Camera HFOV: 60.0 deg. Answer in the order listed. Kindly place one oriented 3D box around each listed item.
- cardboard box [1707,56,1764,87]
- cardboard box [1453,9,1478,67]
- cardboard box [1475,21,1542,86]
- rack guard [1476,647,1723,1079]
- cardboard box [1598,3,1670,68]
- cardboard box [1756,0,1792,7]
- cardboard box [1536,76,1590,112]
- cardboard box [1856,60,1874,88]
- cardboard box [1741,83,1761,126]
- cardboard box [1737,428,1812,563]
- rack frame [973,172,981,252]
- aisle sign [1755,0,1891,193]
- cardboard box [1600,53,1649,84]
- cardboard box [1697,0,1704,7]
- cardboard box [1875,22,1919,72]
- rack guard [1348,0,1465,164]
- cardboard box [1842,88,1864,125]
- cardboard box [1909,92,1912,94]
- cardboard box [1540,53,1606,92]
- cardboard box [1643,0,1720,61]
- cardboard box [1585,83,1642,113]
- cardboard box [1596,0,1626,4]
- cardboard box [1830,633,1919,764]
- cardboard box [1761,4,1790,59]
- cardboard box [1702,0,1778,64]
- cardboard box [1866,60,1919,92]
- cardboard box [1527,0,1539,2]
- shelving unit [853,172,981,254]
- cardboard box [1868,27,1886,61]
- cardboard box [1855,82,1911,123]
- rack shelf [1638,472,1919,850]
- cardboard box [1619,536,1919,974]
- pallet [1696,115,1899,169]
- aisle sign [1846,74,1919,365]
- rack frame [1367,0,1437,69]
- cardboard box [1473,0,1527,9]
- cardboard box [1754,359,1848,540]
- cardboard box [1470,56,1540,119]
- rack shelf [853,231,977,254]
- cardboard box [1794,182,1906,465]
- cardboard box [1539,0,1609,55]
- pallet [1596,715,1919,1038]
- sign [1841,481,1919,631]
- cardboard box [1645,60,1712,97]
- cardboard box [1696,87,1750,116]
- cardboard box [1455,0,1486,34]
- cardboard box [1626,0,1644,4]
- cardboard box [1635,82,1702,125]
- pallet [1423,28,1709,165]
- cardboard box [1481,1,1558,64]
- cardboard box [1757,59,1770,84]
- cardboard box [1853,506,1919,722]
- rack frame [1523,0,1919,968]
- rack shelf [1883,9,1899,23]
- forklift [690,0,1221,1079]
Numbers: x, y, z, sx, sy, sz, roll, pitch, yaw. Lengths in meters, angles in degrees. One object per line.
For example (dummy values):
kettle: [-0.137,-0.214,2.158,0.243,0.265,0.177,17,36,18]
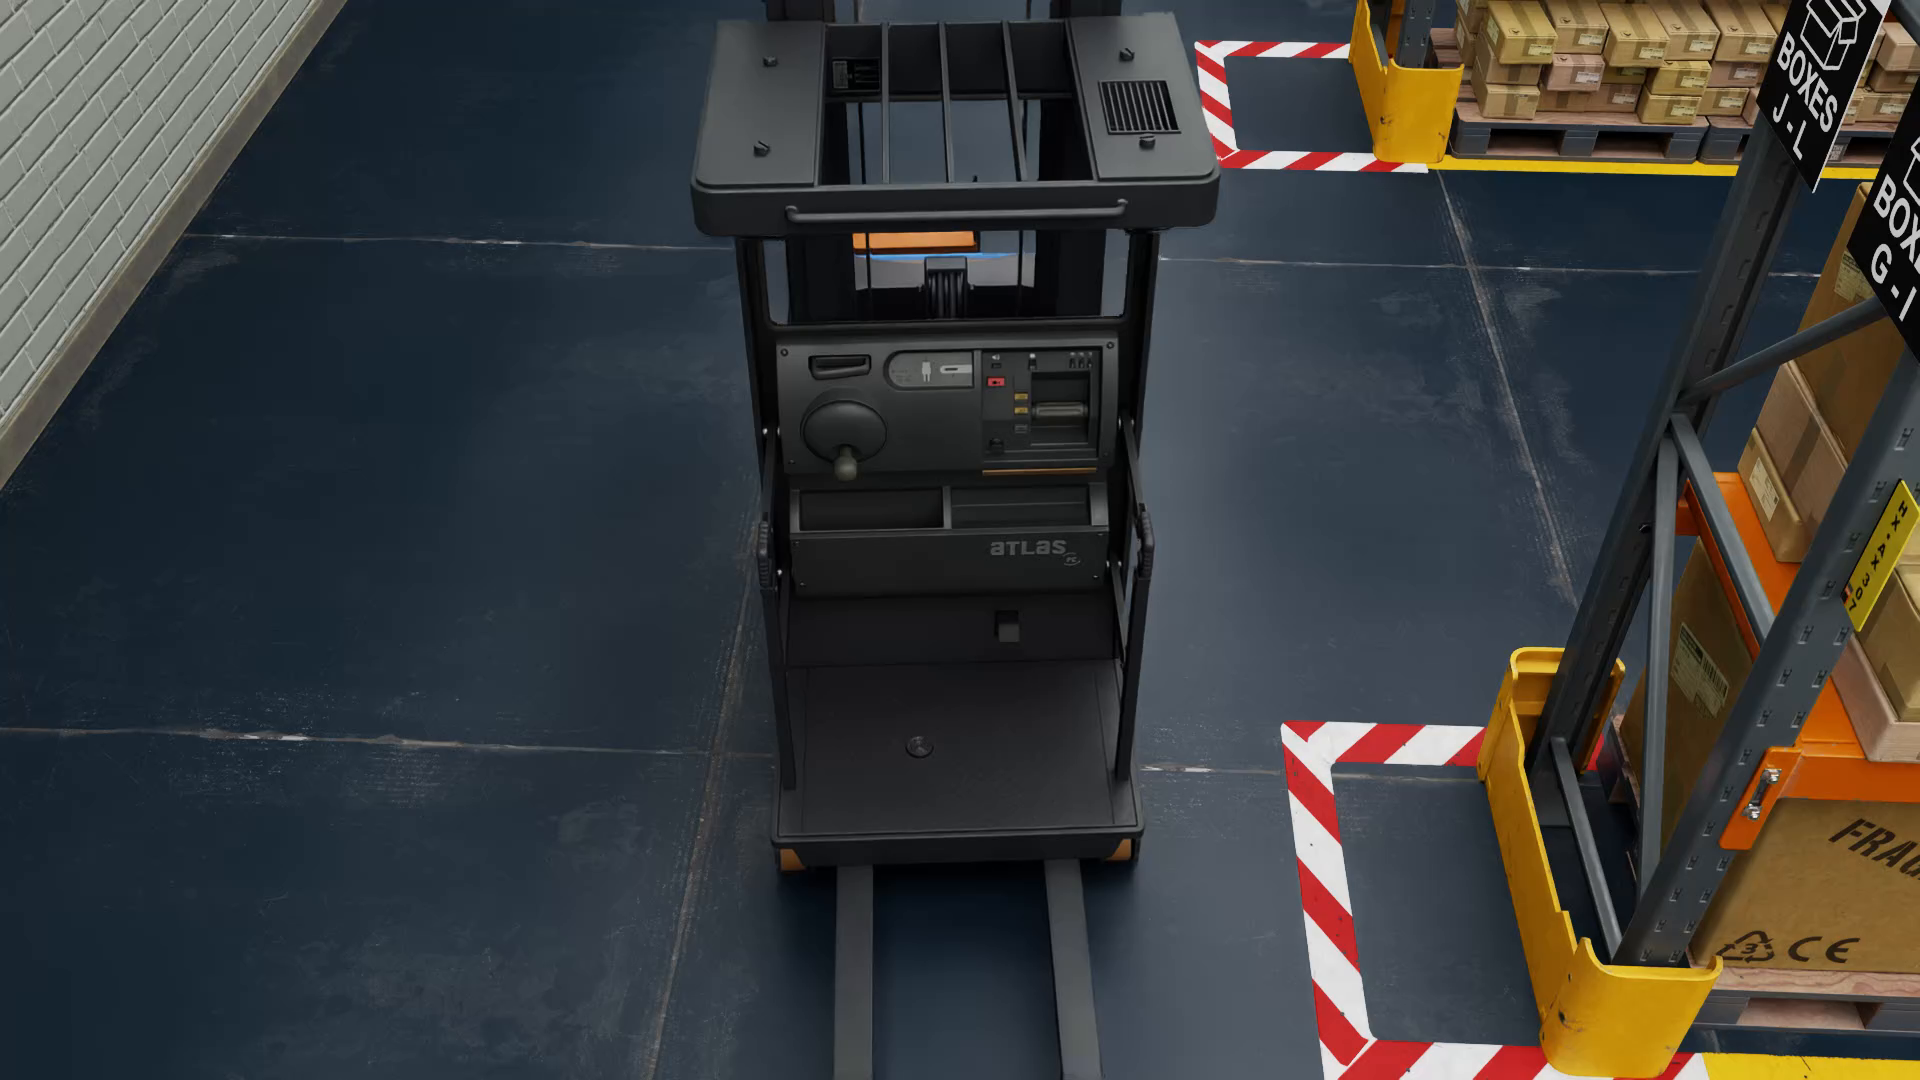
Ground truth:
cardboard box: [3.742,-2.380,8.169,0.250,0.149,0.380,0,43,0]
cardboard box: [2.726,-2.607,8.631,0.250,0.149,0.380,2,43,3]
cardboard box: [2.702,-2.399,8.190,0.250,0.149,0.380,3,43,4]
rack guard: [1.842,0.917,4.898,0.348,0.500,1.175,2,43,2]
cardboard box: [3.225,-2.430,8.005,0.250,0.149,0.380,2,43,2]
cardboard box: [4.028,-2.782,8.383,0.250,0.149,0.380,0,43,0]
cardboard box: [2.964,-2.295,8.296,0.250,0.149,0.380,2,43,2]
cardboard box: [4.285,-2.385,8.174,0.250,0.149,0.380,4,43,4]
cardboard box: [3.967,-2.200,8.194,0.250,0.149,0.380,0,43,0]
cardboard box: [2.237,-0.118,4.360,0.250,0.149,0.380,3,43,3]
rack frame: [0.059,-0.780,6.207,0.015,1.200,0.240,-2,43,-2]
aisle sign: [1.808,-1.154,3.381,0.004,0.787,0.394,2,43,2]
cardboard box: [3.222,-2.405,8.196,0.250,0.149,0.380,2,43,2]
cardboard box: [3.770,-2.866,8.472,0.250,0.149,0.380,3,43,3]
cardboard box: [4.513,-2.400,7.972,0.250,0.149,0.380,0,43,0]
rack guard: [2.266,-2.454,8.517,0.348,0.500,1.175,2,43,2]
cardboard box: [4.245,-2.209,8.204,0.250,0.149,0.380,2,43,2]
cardboard box: [4.745,-2.170,8.162,0.250,0.149,0.380,2,43,2]
cardboard box: [2.973,-2.352,8.140,0.250,0.149,0.380,2,43,2]
cardboard box: [3.477,-2.479,8.057,0.250,0.149,0.380,0,43,0]
cardboard box: [3.213,-2.292,8.293,0.250,0.149,0.380,2,43,2]
cardboard box: [3.243,-2.887,8.495,0.250,0.149,0.380,1,43,1]
cardboard box: [2.206,0.331,3.878,0.250,0.149,0.380,2,43,2]
cardboard box: [4.014,-2.425,7.999,0.250,0.149,0.380,2,43,3]
cardboard box: [3.753,-2.464,8.041,0.250,0.149,0.380,3,43,4]
cardboard box: [4.550,-2.348,8.135,0.250,0.149,0.380,0,43,0]
cardboard box: [2.979,-2.808,8.411,0.250,0.149,0.380,3,43,3]
shelving unit: [-0.185,-0.773,6.199,0.503,1.200,0.258,-2,43,-2]
cardboard box: [4.269,-2.482,8.061,0.250,0.149,0.380,2,43,2]
cardboard box: [4.488,-2.224,8.220,0.250,0.149,0.380,3,43,3]
rack shelf: [3.864,0.328,4.225,4.000,0.370,1.077,2,43,2]
cardboard box: [2.509,0.593,4.664,0.875,0.875,0.875,2,43,2]
pallet: [4.292,-2.260,8.521,1.213,0.211,1.003,2,43,2]
aisle sign: [1.781,-0.746,2.942,0.004,0.787,0.394,2,43,2]
rack frame: [2.190,-3.371,7.668,0.127,3.000,1.000,2,43,2]
cardboard box: [2.731,-2.855,8.461,0.250,0.149,0.380,2,43,2]
cardboard box: [2.362,-0.216,4.173,0.500,0.250,0.500,1,43,1]
cardboard box: [2.699,-2.247,8.245,0.250,0.149,0.380,3,43,3]
rack shelf: [-0.185,-1.060,5.931,0.480,0.148,0.258,-2,43,-2]
cardboard box: [2.365,-0.489,3.916,0.500,0.500,0.500,2,43,2]
cardboard box: [2.979,-2.525,8.107,0.250,0.149,0.380,2,43,3]
pallet: [2.668,0.995,5.027,1.213,0.211,1.003,2,43,2]
sign: [1.835,0.036,3.318,0.005,0.325,0.100,2,43,2]
cardboard box: [3.473,-2.323,8.109,0.250,0.149,0.380,3,43,3]
cardboard box: [3.722,-2.267,8.266,0.250,0.149,0.380,2,43,2]
cardboard box: [2.730,-2.768,8.586,0.250,0.149,0.380,1,43,1]
cardboard box: [3.499,-2.836,8.441,0.250,0.149,0.380,0,43,0]
cardboard box: [3.463,-2.209,8.205,0.250,0.149,0.380,2,43,2]
pallet: [3.076,-2.299,8.563,1.213,0.211,1.003,2,43,2]
cardboard box: [2.698,-2.451,8.028,0.250,0.149,0.380,0,43,0]
cardboard box: [4.015,-2.400,8.191,0.250,0.149,0.380,4,43,4]
cardboard box: [2.333,0.148,3.782,0.500,0.250,0.500,1,43,1]
rack frame: [1.866,0.004,4.046,0.127,3.000,1.000,2,43,2]
rack shelf: [3.864,-0.769,3.202,4.000,0.370,1.077,2,43,2]
forklift: [-0.022,-0.279,4.399,1.130,2.935,3.031,-1,43,-2]
